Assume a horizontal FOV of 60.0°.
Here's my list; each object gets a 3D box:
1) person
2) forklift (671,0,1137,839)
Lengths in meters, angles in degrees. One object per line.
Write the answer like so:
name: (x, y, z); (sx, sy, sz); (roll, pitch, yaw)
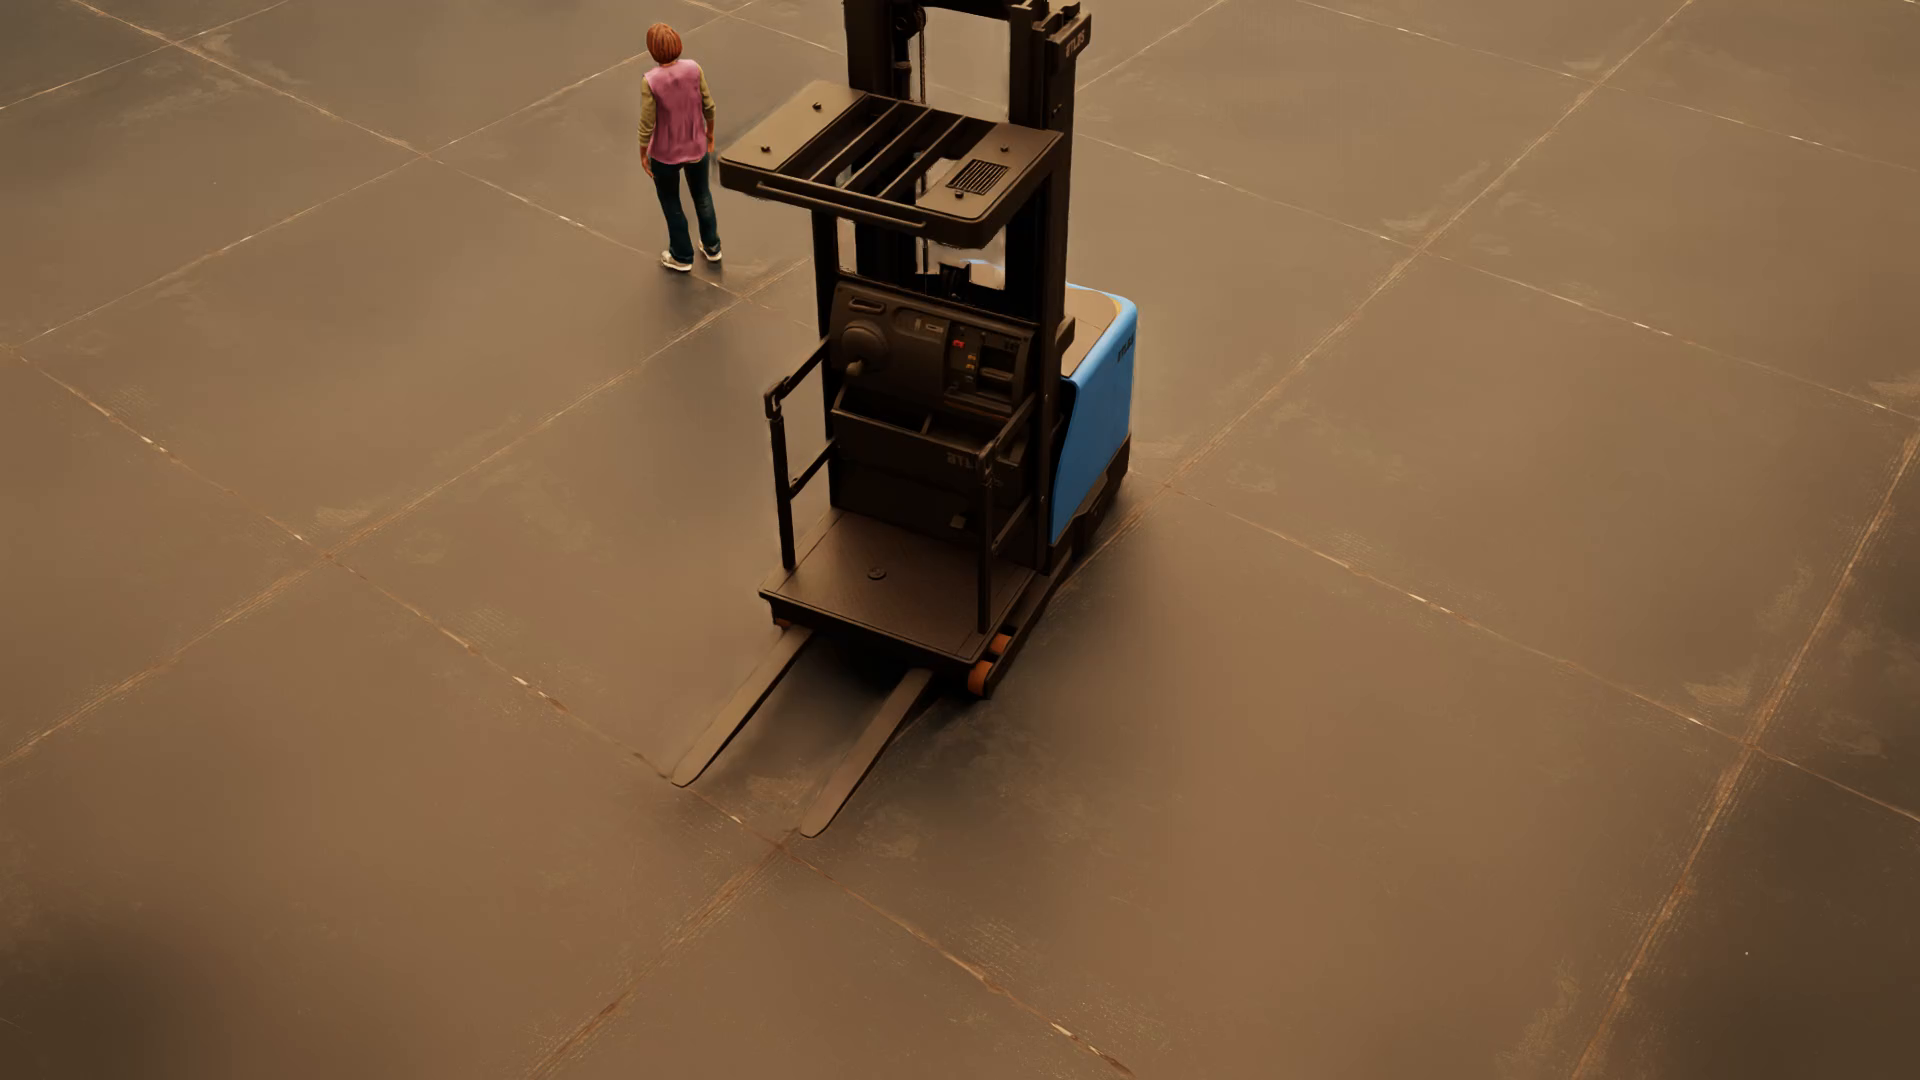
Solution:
person: (-1.680, -2.312, 9.819); (0.497, 1.611, 0.419); (-21, 45, -23)
forklift: (-0.225, -0.738, 6.940); (1.130, 2.935, 3.031); (18, 43, 19)
